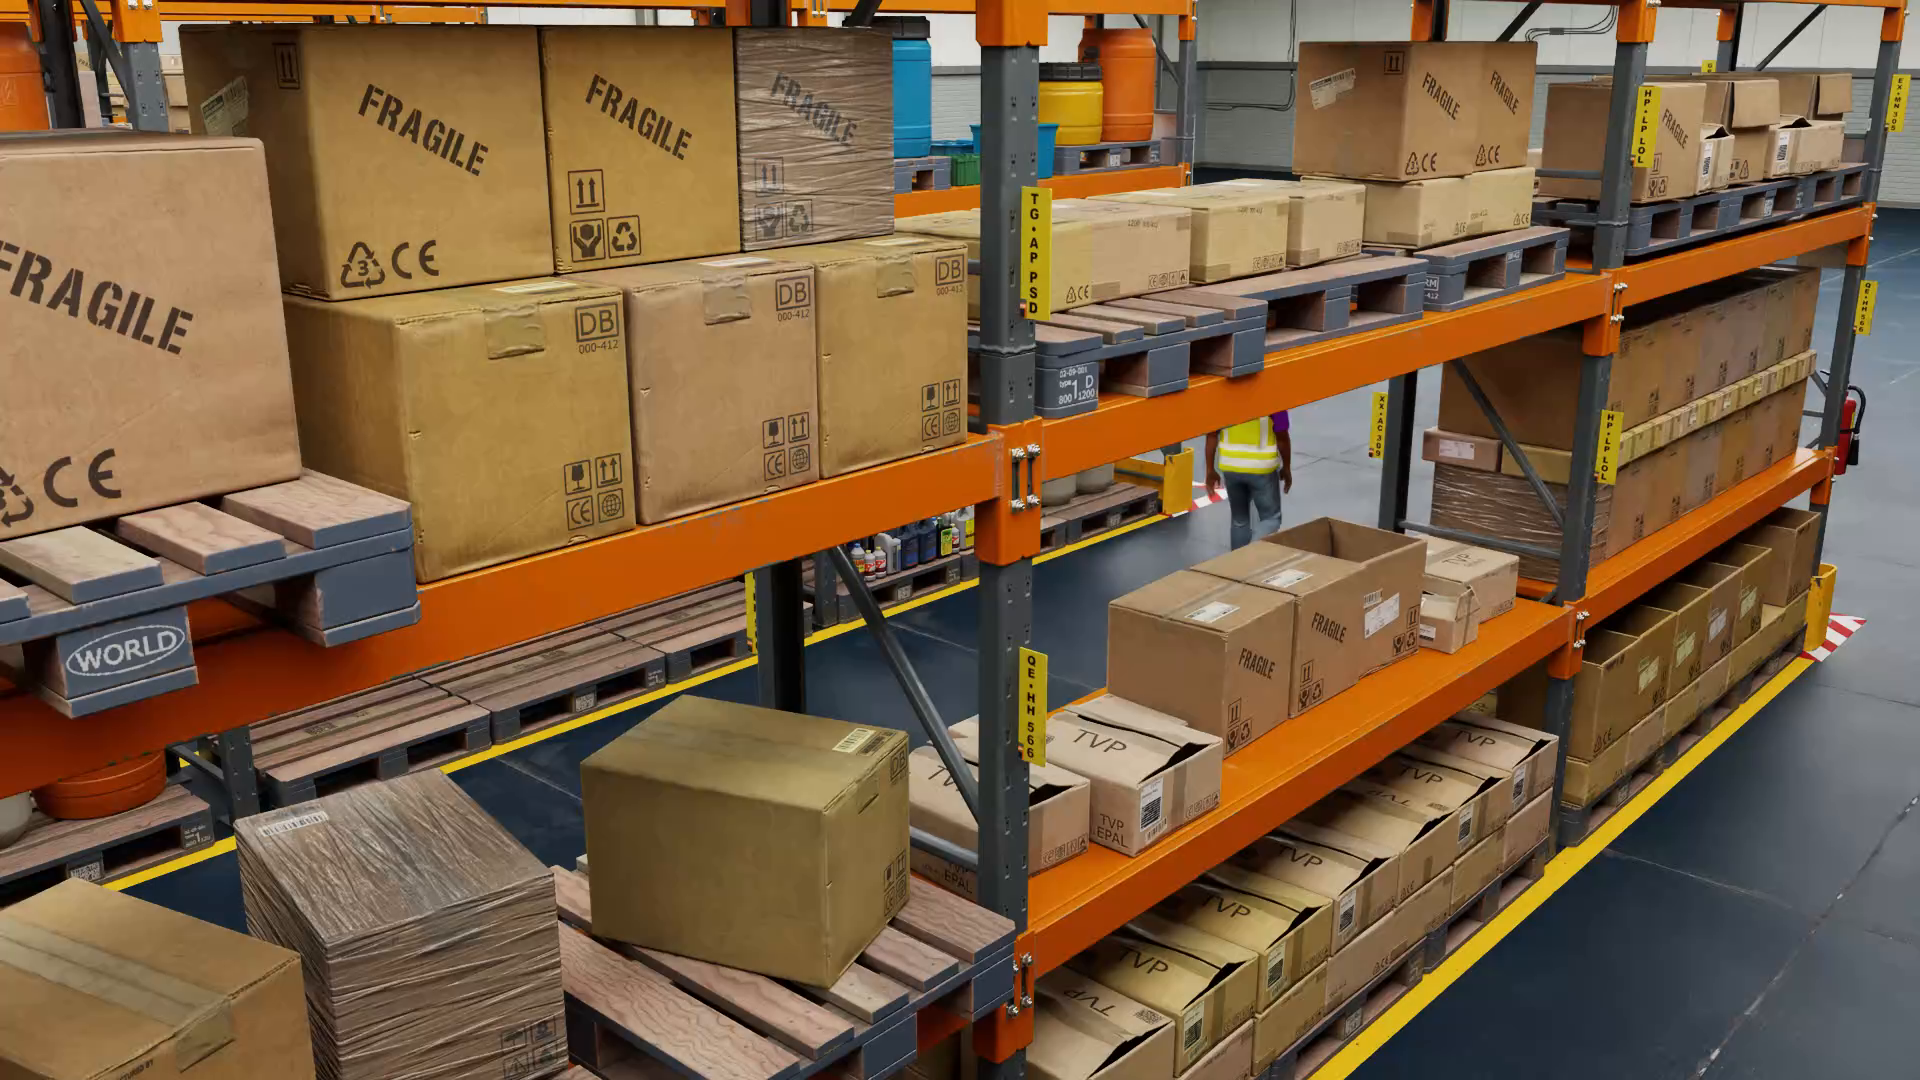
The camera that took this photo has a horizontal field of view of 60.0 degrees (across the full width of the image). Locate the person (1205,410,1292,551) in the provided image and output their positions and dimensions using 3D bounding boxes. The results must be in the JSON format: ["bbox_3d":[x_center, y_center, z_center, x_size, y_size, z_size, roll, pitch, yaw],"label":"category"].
[{"bbox_3d":[1.986,-0.484,11.540,0.600,1.750,0.774,7,18,23],"label":"person"}]
